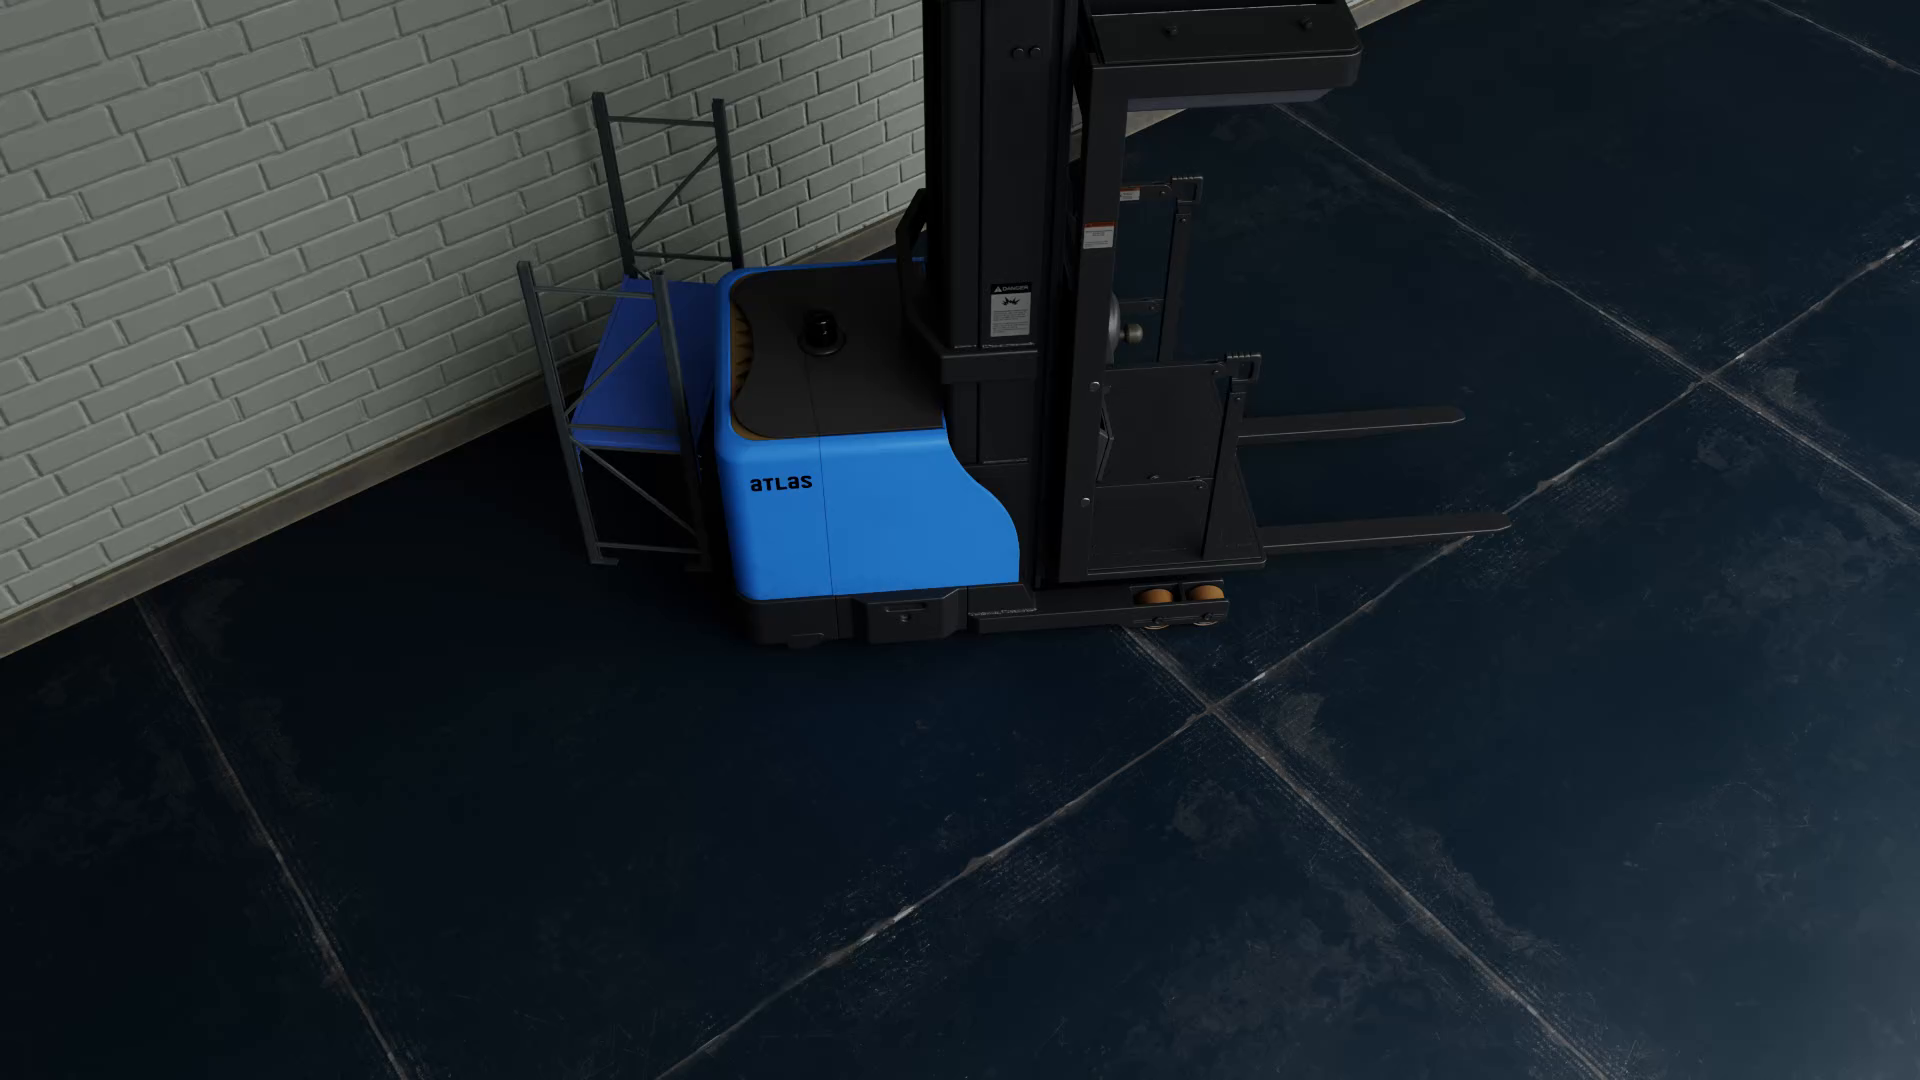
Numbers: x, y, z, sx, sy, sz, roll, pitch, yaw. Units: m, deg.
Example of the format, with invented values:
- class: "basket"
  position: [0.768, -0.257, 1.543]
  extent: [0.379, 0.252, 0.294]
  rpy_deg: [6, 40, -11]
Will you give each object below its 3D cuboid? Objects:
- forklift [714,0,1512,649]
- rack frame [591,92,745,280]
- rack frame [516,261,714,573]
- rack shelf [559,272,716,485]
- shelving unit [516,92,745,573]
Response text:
- class: "forklift"
  position: [0.620, -1.028, 5.703]
  extent: [3.031, 2.935, 1.130]
  rpy_deg: [-4, 48, -4]
- class: "rack frame"
  position: [-1.132, -1.153, 6.781]
  extent: [0.500, 1.500, 0.032]
  rpy_deg: [4, 48, 4]
- class: "rack frame"
  position: [-1.232, -0.403, 6.102]
  extent: [0.500, 1.500, 0.032]
  rpy_deg: [4, 48, 4]
- class: "rack shelf"
  position: [-1.182, -0.657, 6.575]
  extent: [0.538, 0.185, 1.000]
  rpy_deg: [4, 48, 4]
- class: "shelving unit"
  position: [-1.182, -0.778, 6.442]
  extent: [0.538, 1.500, 1.048]
  rpy_deg: [4, 48, 4]
